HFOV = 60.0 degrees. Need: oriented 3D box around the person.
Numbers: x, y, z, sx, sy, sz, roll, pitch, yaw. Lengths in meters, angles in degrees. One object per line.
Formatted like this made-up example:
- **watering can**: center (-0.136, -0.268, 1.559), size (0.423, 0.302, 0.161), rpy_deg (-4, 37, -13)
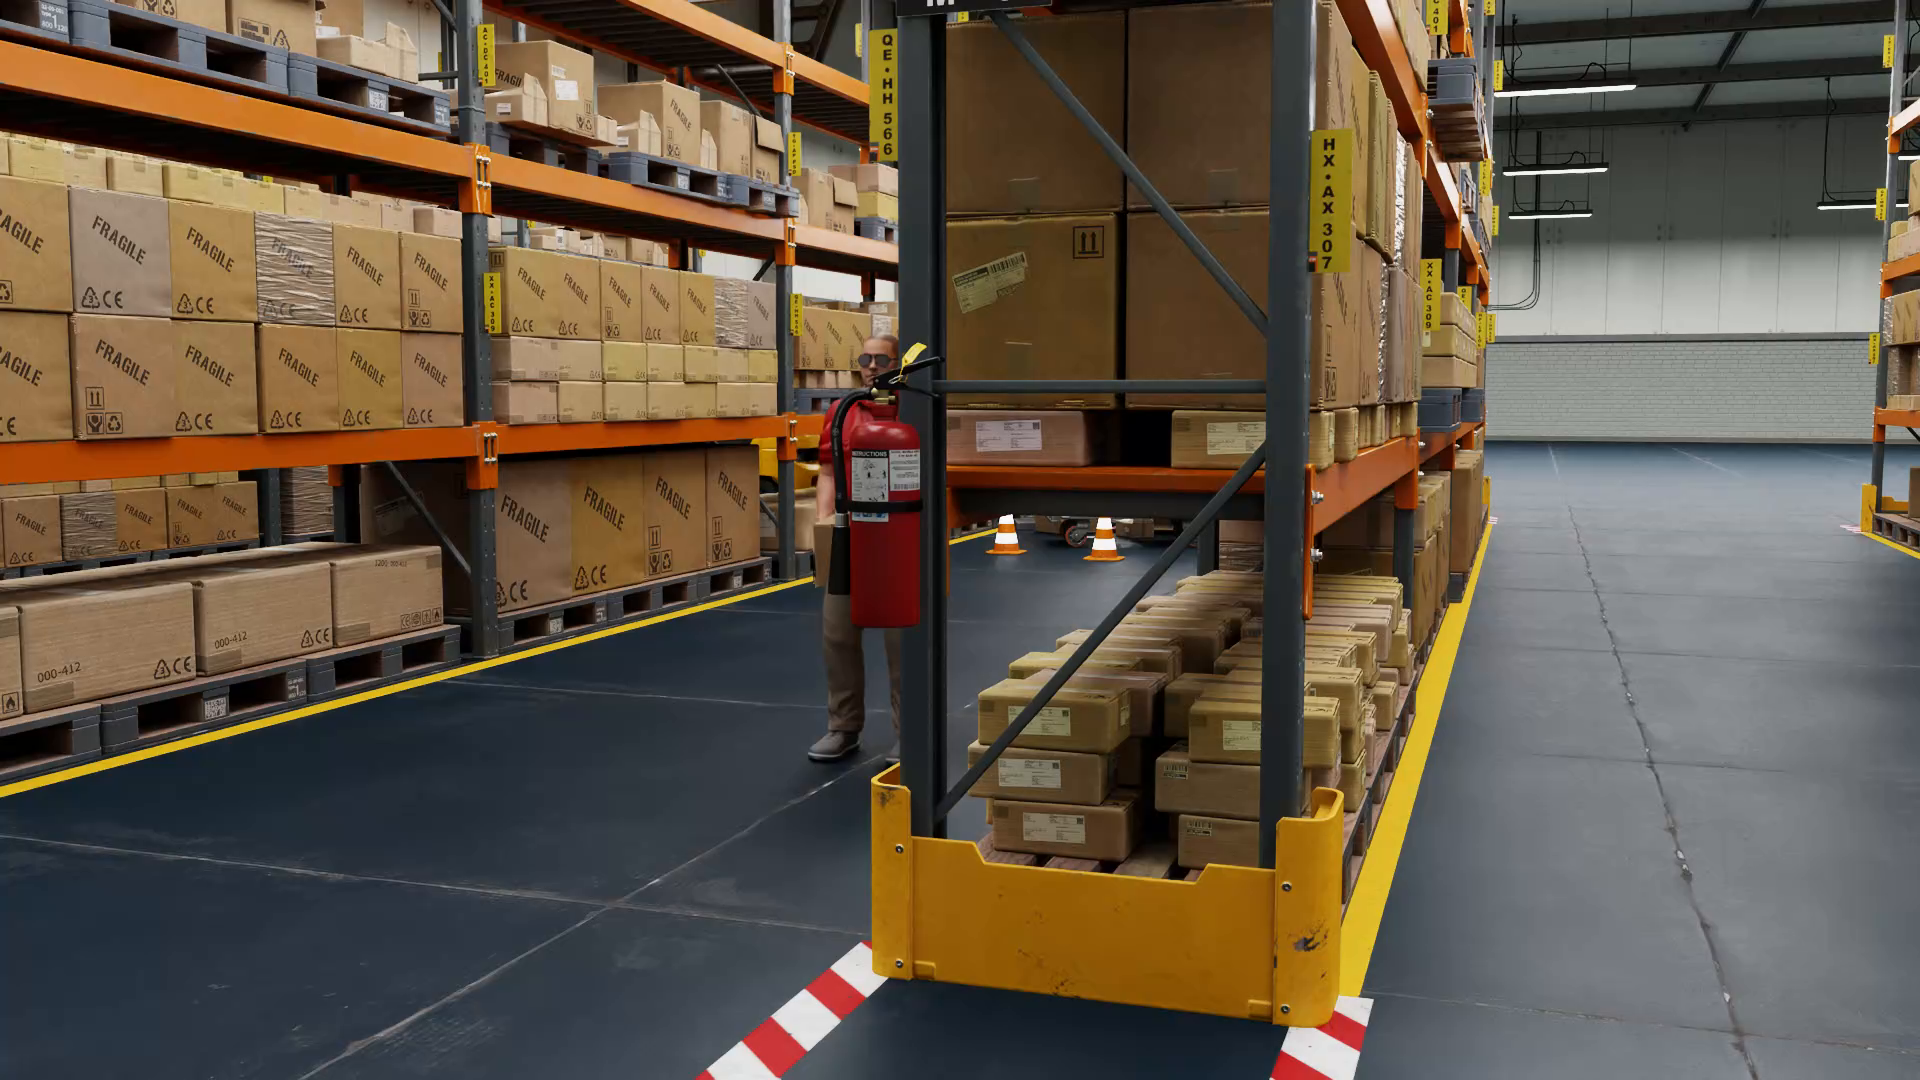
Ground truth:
- **person**: center (-0.345, 0.029, 6.716), size (0.532, 1.733, 0.470), rpy_deg (2, 5, 17)
